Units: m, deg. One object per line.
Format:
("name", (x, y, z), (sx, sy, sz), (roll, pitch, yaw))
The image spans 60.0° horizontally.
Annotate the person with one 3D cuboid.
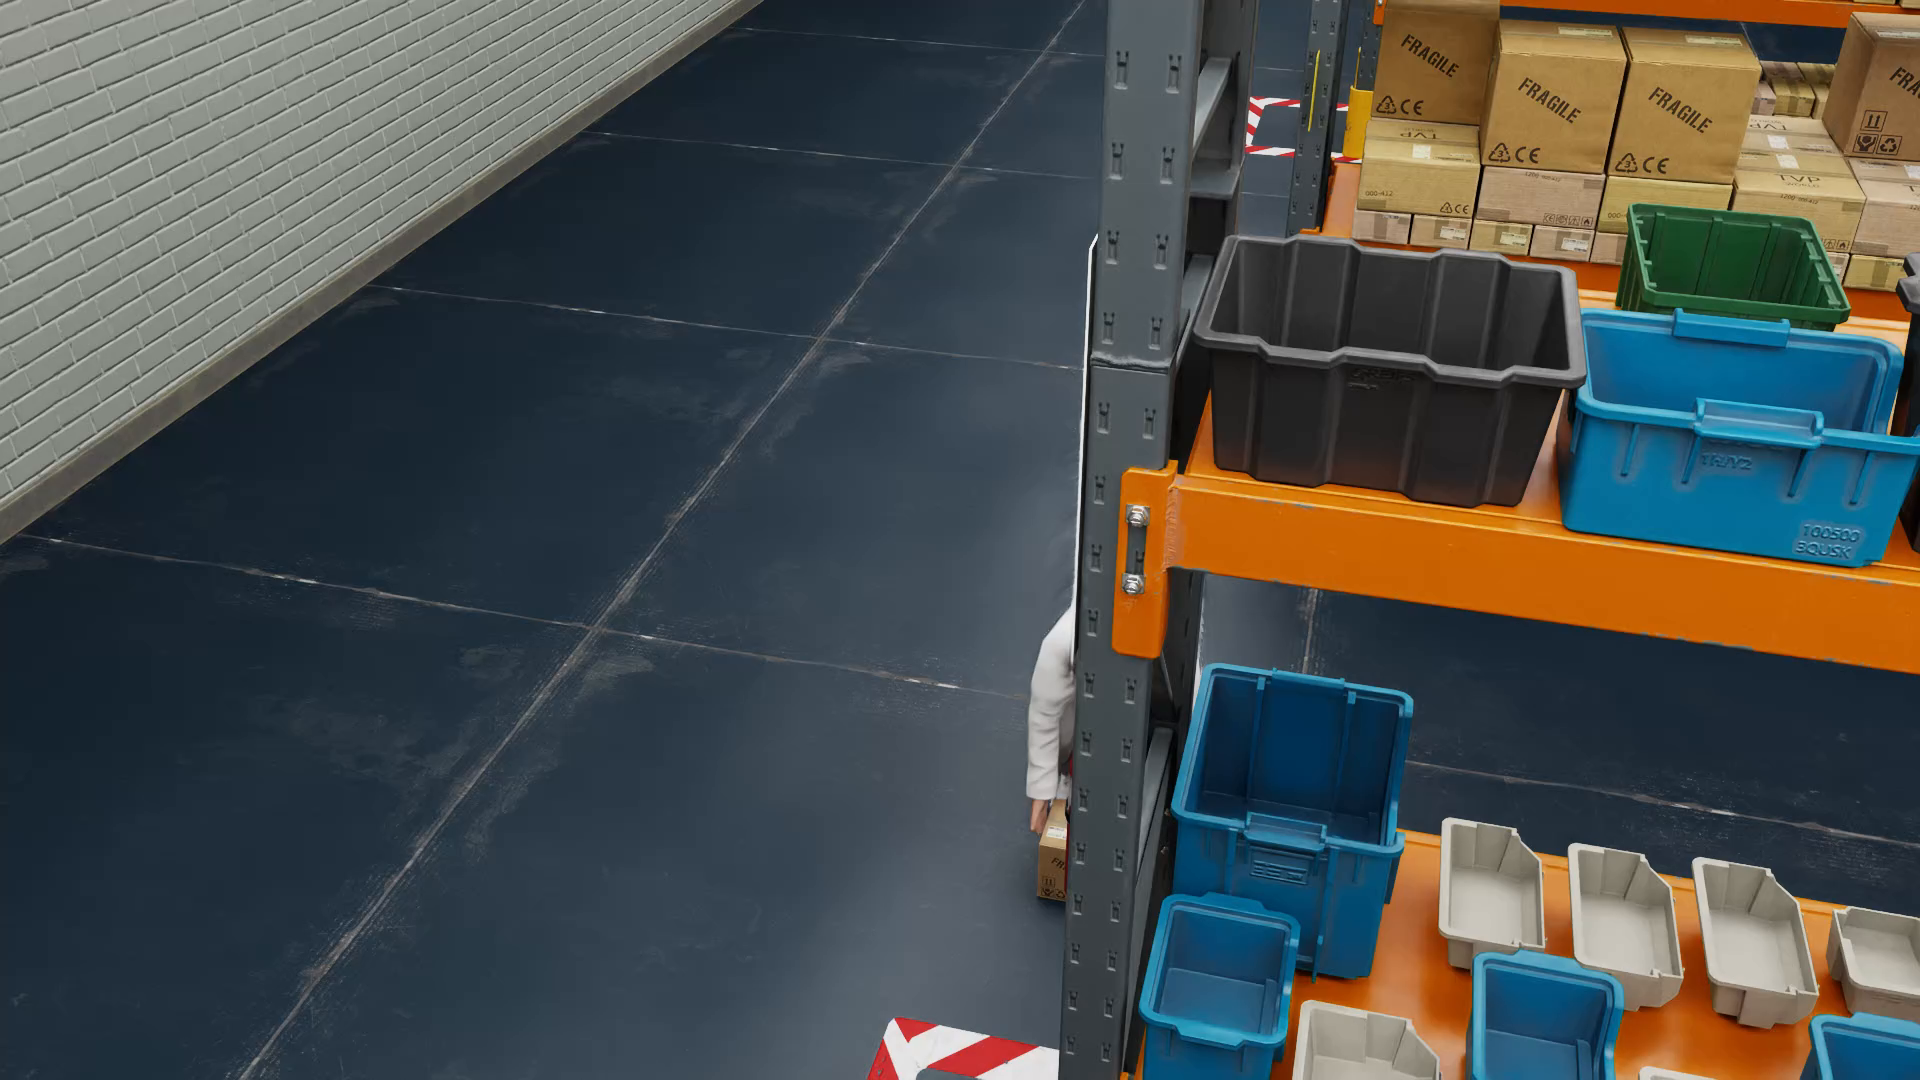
("person", (0.554, 0.574, 5.952), (0.607, 1.024, 0.894), (8, 33, 12))
